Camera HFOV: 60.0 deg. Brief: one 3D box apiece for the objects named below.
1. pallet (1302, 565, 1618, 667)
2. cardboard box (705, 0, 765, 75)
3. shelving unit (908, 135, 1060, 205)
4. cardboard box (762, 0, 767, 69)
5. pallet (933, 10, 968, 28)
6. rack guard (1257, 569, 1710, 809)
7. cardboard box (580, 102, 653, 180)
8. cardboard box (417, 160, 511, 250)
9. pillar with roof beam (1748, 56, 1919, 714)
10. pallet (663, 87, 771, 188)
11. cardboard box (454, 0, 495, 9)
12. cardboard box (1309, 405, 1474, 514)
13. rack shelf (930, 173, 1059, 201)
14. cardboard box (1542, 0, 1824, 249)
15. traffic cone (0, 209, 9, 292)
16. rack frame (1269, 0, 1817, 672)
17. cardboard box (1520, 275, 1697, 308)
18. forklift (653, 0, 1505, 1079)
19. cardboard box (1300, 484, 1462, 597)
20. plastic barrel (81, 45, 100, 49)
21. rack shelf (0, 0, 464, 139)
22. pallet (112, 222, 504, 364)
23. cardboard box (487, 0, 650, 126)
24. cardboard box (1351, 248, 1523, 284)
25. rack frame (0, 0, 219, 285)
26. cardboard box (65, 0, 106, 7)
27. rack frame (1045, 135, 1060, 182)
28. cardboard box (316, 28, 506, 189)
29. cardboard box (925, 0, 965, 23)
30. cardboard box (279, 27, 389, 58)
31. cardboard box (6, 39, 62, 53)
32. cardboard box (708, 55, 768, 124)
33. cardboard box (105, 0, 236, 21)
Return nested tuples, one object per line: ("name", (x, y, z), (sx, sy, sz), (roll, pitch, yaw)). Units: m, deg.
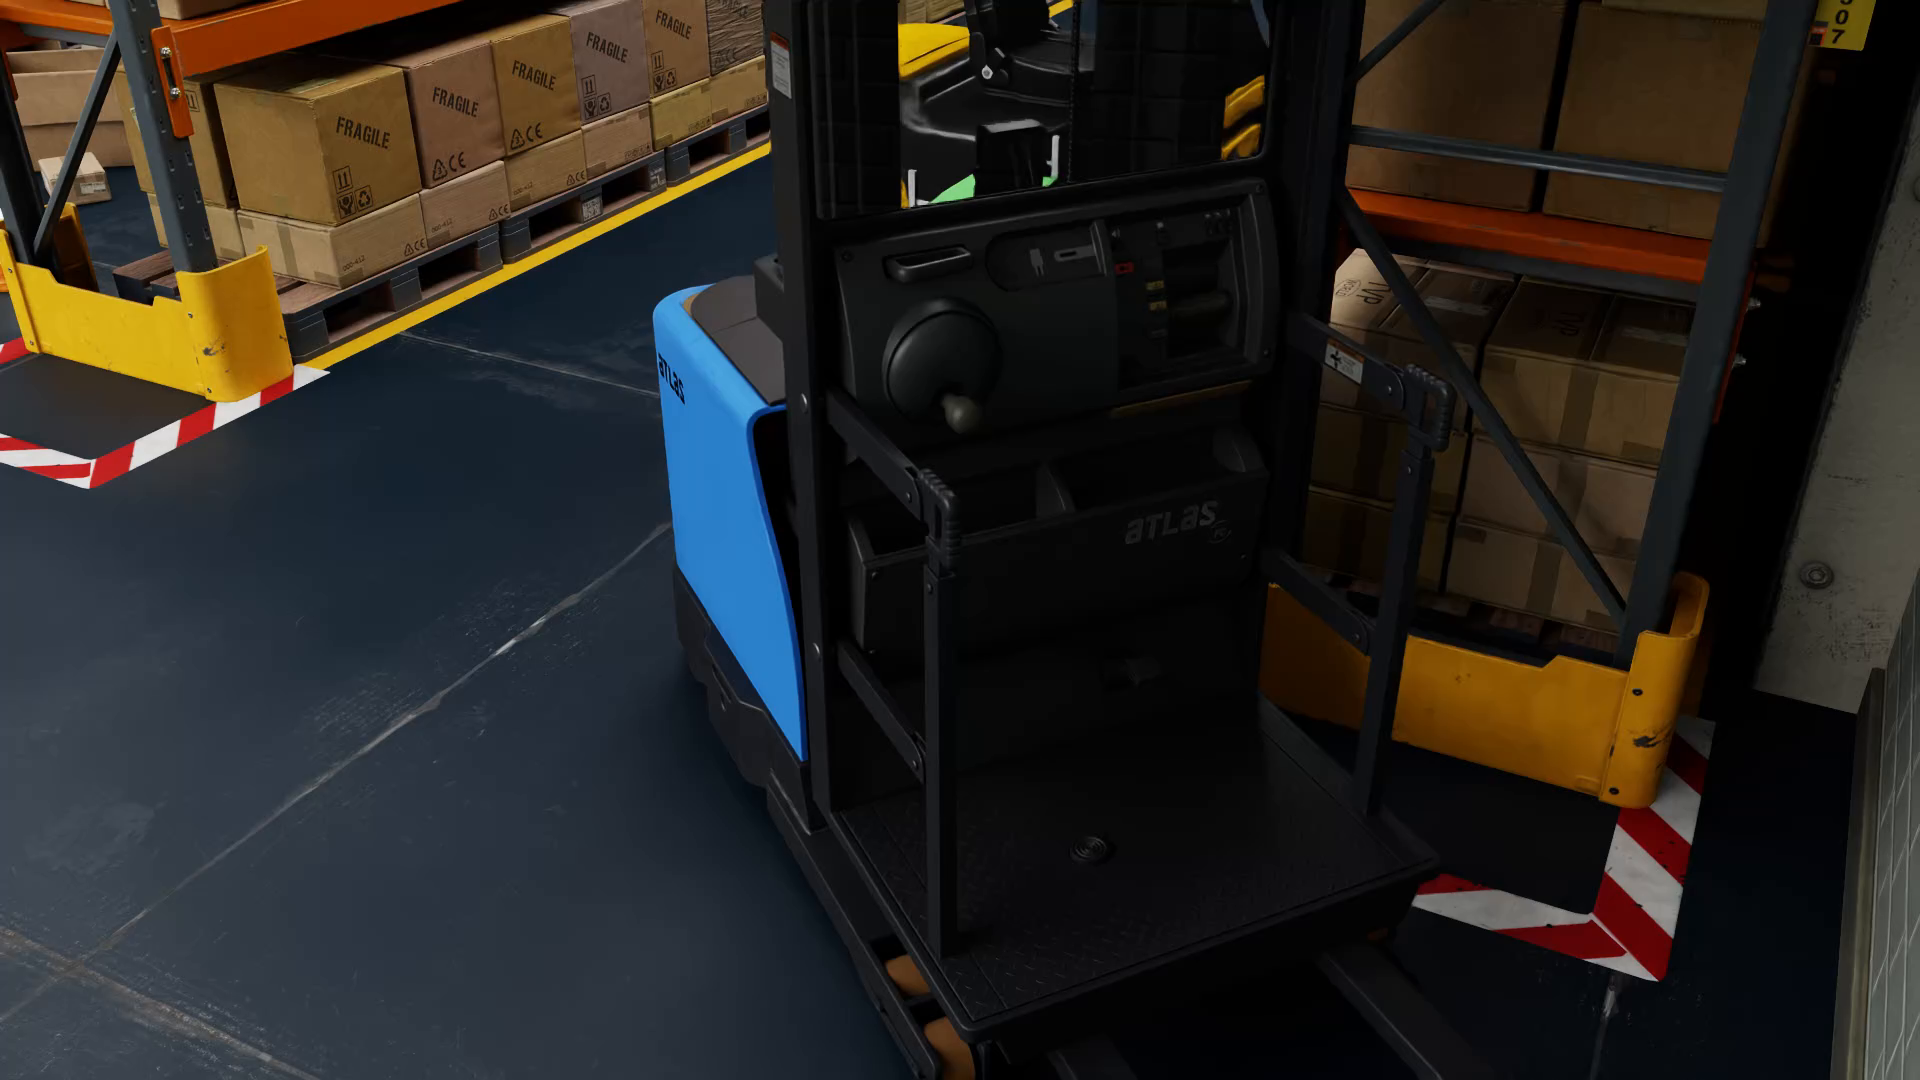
("pallet", (1.574, 0.014, 5.013), (1.003, 0.211, 1.213), (14, 33, 23))
("cardboard box", (-1.366, -2.736, 8.588), (0.500, 0.500, 0.500), (14, 33, 23))
("shelving unit", (0.075, -0.594, 5.079), (0.258, 1.200, 0.503), (14, 33, 23))
("cardboard box", (-1.098, -3.020, 9.713), (0.950, 0.372, 0.625), (15, 33, 24))
("pallet", (-0.427, -3.423, 10.999), (1.003, 0.211, 1.213), (14, 33, 23))
("rack guard", (1.252, 0.248, 4.315), (1.175, 0.500, 0.348), (14, 33, 23))
("cardboard box", (-1.834, -1.948, 7.969), (0.500, 0.250, 0.500), (15, 33, 24))
("cardboard box", (-2.304, -1.480, 7.154), (0.500, 0.250, 0.500), (16, 33, 25))
("pillar with roof beam", (-1.450, -4.529, 4.100), (9.100, 9.000, 0.400), (14, 33, 23))
("pallet", (-1.609, -2.229, 8.919), (1.003, 0.211, 1.213), (14, 33, 23))
("cardboard box", (-2.315, -2.389, 7.984), (0.500, 0.500, 0.500), (16, 34, 26))
("cardboard box", (1.207, -0.339, 4.666), (0.500, 0.250, 0.500), (14, 33, 23))
("rack shelf", (0.075, -0.955, 4.872), (0.258, 0.148, 0.480), (14, 33, 23))
("cardboard box", (1.736, -1.046, 3.959), (0.500, 0.500, 0.500), (15, 33, 25))
("traffic cone", (-4.110, -1.354, 7.143), (0.336, 0.463, 0.334), (14, 33, 23))
("rack frame", (1.263, -0.846, 3.711), (1.000, 3.000, 0.127), (14, 33, 23))
("cardboard box", (1.875, -0.662, 4.726), (0.500, 0.250, 0.500), (14, 33, 23))
("forklift", (0.299, -0.404, 3.011), (1.130, 2.935, 3.031), (-13, 32, -22))
("cardboard box", (1.196, -0.116, 4.779), (0.500, 0.250, 0.500), (15, 33, 24))
("plastic barrel", (-4.939, -2.854, 9.795), (0.421, 0.421, 0.512), (-12, 32, -20))
("rack shelf", (-2.246, -2.545, 7.393), (1.077, 0.370, 4.000), (14, 33, 23))
("pallet", (-2.721, -1.147, 7.036), (1.003, 0.211, 1.213), (14, 33, 23))
("cardboard box", (-1.827, -2.283, 7.800), (0.500, 0.500, 0.500), (16, 34, 26))
("cardboard box", (1.423, -0.772, 4.918), (0.500, 0.250, 0.500), (15, 33, 24))
("rack frame", (-3.157, -1.971, 5.669), (1.000, 3.000, 0.127), (14, 33, 23))
("cardboard box", (-3.177, -2.076, 6.105), (0.380, 0.149, 0.250), (15, 33, 25))
("rack frame", (0.187, -0.702, 5.267), (0.240, 1.200, 0.015), (14, 33, 23))
("cardboard box", (-2.299, -1.824, 7.000), (0.500, 0.500, 0.500), (13, 32, 21))
("cardboard box", (-0.459, -3.648, 10.807), (0.950, 0.372, 0.625), (15, 33, 25))
("cardboard box", (-2.790, -1.932, 7.189), (0.500, 0.500, 0.500), (16, 33, 25))
("cardboard box", (-5.581, -2.818, 9.653), (0.500, 0.500, 0.500), (21, 36, 32))
("cardboard box", (-1.365, -2.411, 8.775), (0.500, 0.250, 0.500), (16, 33, 25))
("cardboard box", (-2.818, -1.965, 5.912), (0.380, 0.149, 0.250), (14, 33, 23))
